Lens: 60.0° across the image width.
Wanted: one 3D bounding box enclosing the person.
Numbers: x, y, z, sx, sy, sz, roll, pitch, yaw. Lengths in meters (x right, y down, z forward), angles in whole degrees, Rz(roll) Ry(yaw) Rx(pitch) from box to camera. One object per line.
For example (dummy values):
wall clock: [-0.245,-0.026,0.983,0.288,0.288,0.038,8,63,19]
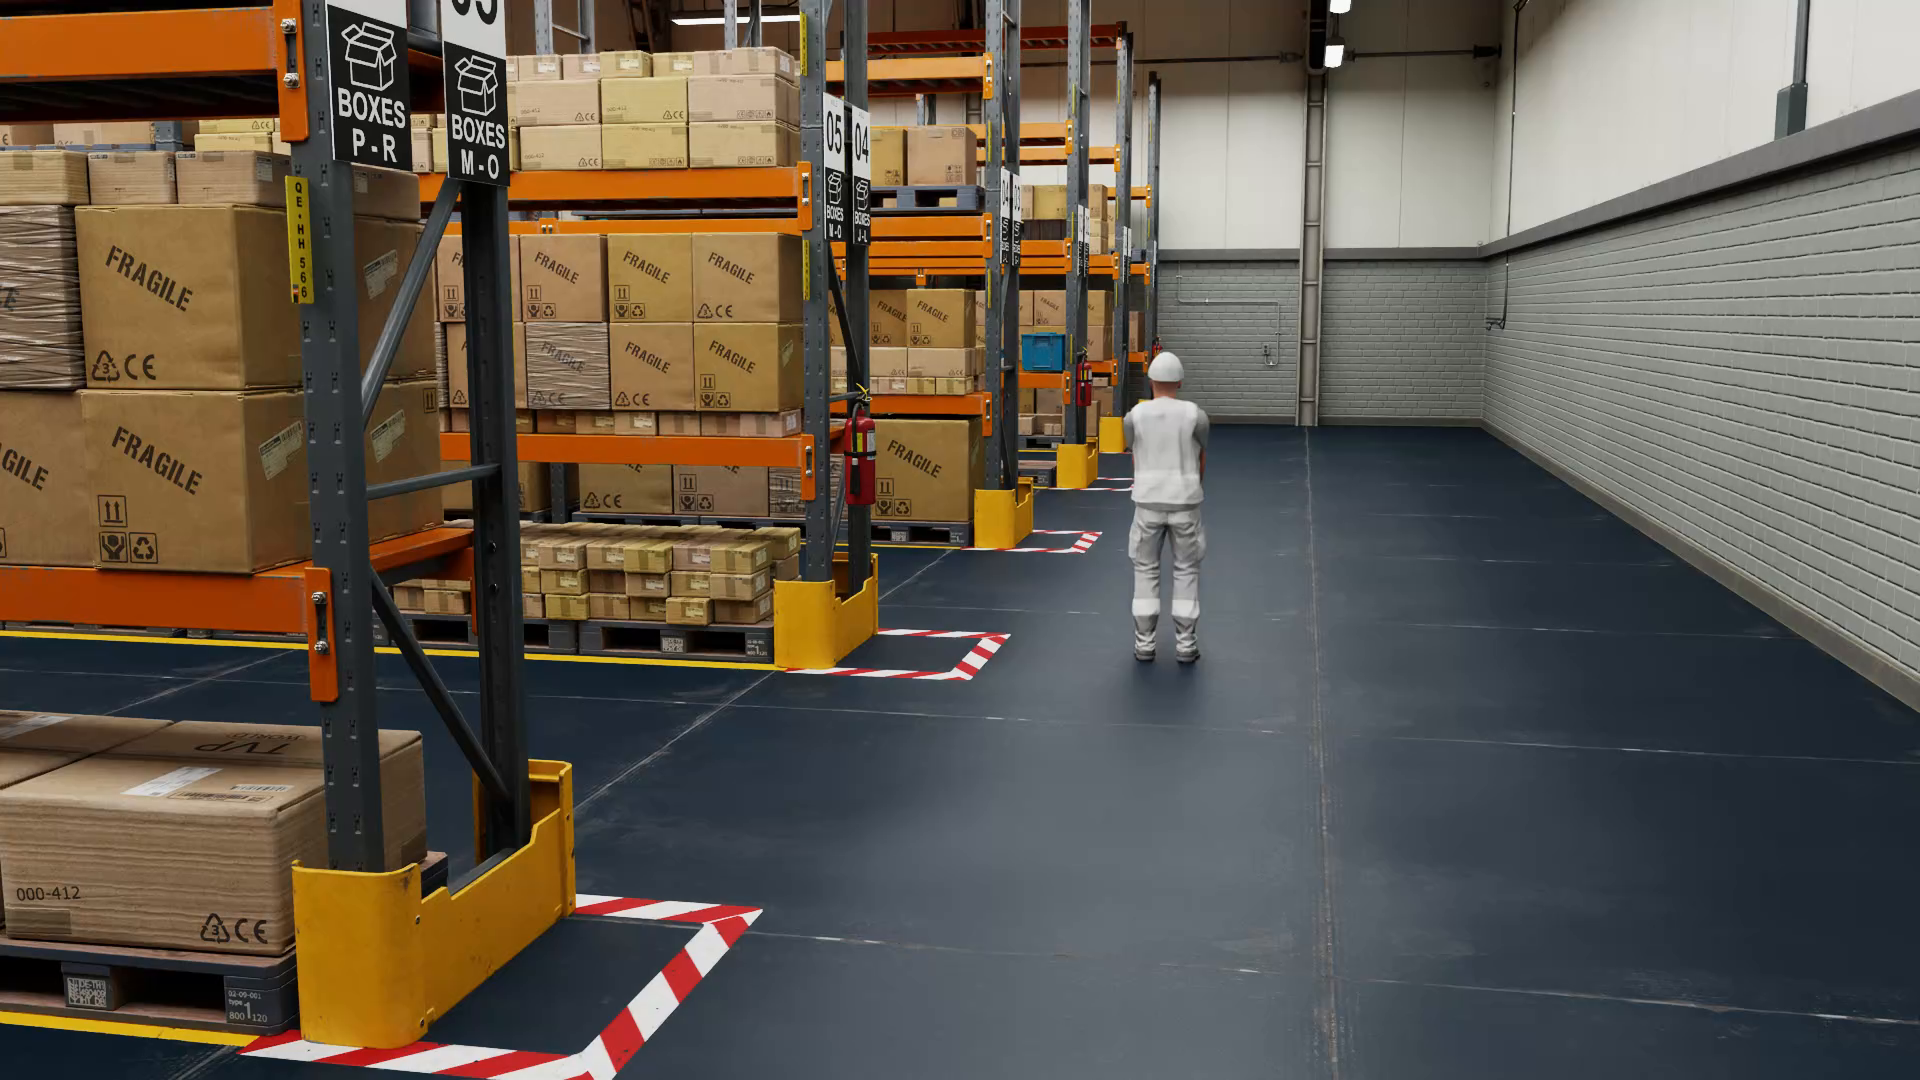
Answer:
person: [1.206,-0.205,9.709,0.495,1.786,0.558,2,8,12]
